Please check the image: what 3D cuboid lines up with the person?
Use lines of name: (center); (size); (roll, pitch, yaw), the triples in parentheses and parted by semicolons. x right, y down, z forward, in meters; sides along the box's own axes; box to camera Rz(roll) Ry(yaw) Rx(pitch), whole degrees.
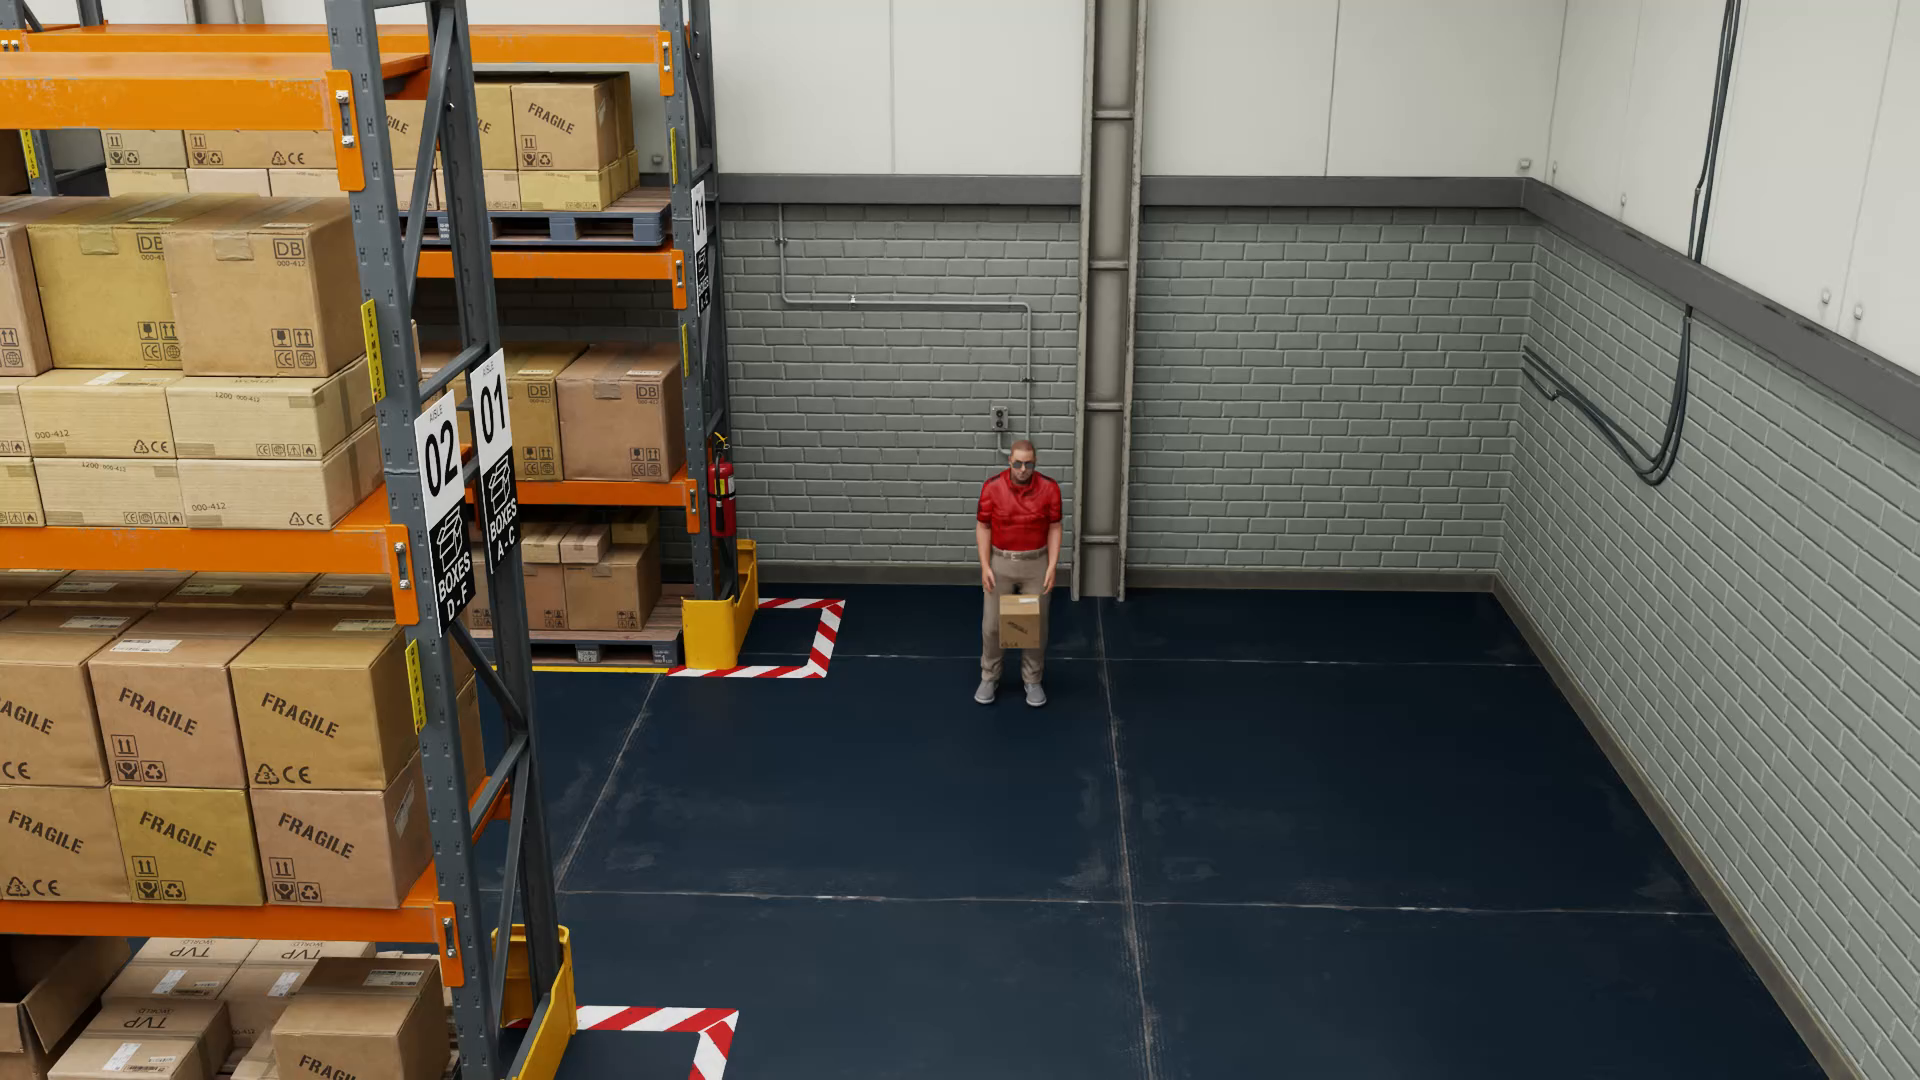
person: (0.374, 0.197, 10.568); (0.554, 1.732, 0.430); (0, 21, 0)
